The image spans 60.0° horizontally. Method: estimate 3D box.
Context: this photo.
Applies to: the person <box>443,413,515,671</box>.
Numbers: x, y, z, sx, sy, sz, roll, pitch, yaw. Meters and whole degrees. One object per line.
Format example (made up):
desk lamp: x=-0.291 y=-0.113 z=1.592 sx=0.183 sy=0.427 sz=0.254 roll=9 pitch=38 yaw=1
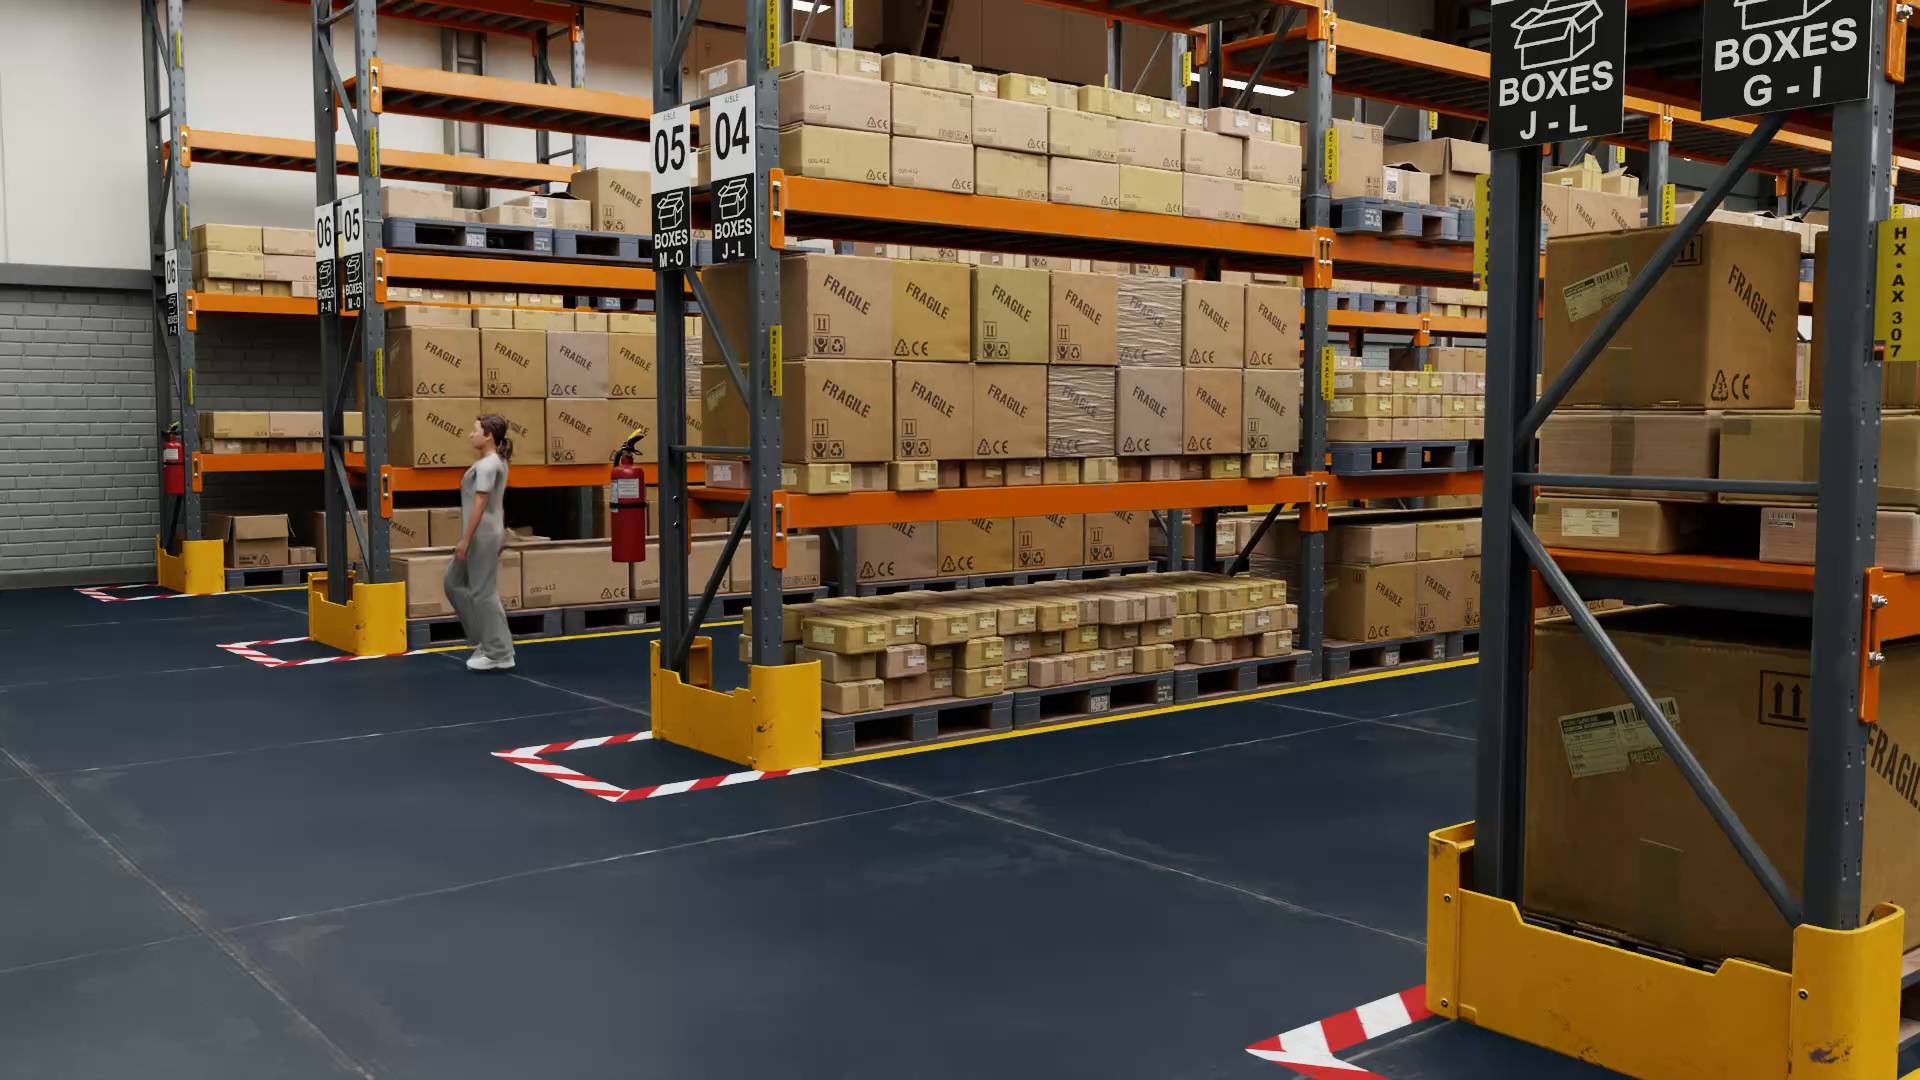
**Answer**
person: x=-3.133 y=0.027 z=10.802 sx=0.494 sy=1.694 sz=0.471 roll=-1 pitch=4 yaw=-7
